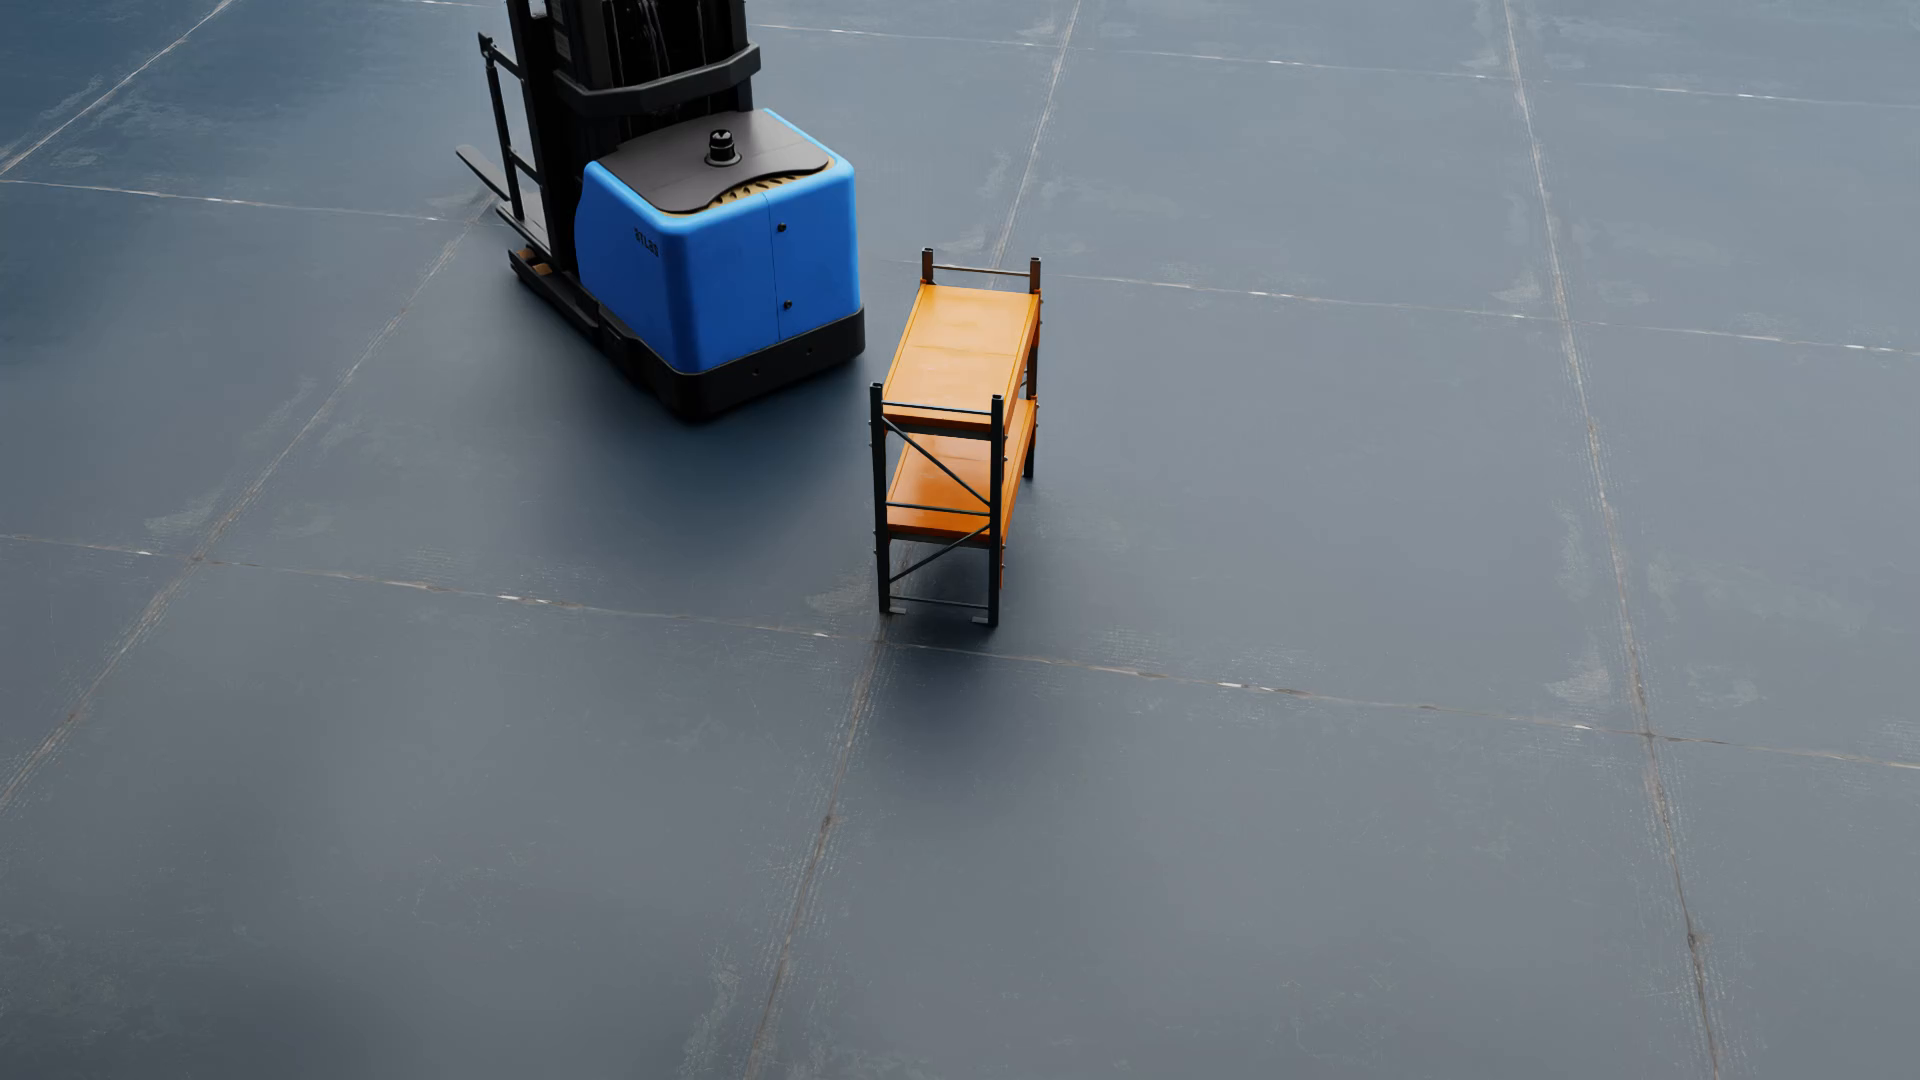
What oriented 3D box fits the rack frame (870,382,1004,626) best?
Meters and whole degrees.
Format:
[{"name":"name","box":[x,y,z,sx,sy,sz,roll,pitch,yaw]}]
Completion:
[{"name":"rack frame","box":[-0.087,-0.119,6.511,0.500,1.125,0.032,6,40,8]}]

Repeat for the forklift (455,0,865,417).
[{"name":"forklift","box":[-1.758,-2.597,8.091,1.130,2.935,3.031,-26,46,-28]}]

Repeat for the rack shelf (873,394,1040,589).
[{"name":"rack shelf","box":[0.001,-0.249,7.053,0.538,0.278,1.000,6,40,8]}]

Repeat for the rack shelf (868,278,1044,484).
[{"name":"rack shelf","box":[0.001,-0.663,6.710,0.538,0.278,1.000,6,40,8]}]

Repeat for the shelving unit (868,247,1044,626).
[{"name":"shelving unit","box":[0.001,-0.438,6.897,0.538,1.125,1.048,6,40,8]}]

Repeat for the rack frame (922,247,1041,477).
[{"name":"rack frame","box":[0.089,-0.757,7.283,0.500,1.125,0.032,6,40,8]}]
